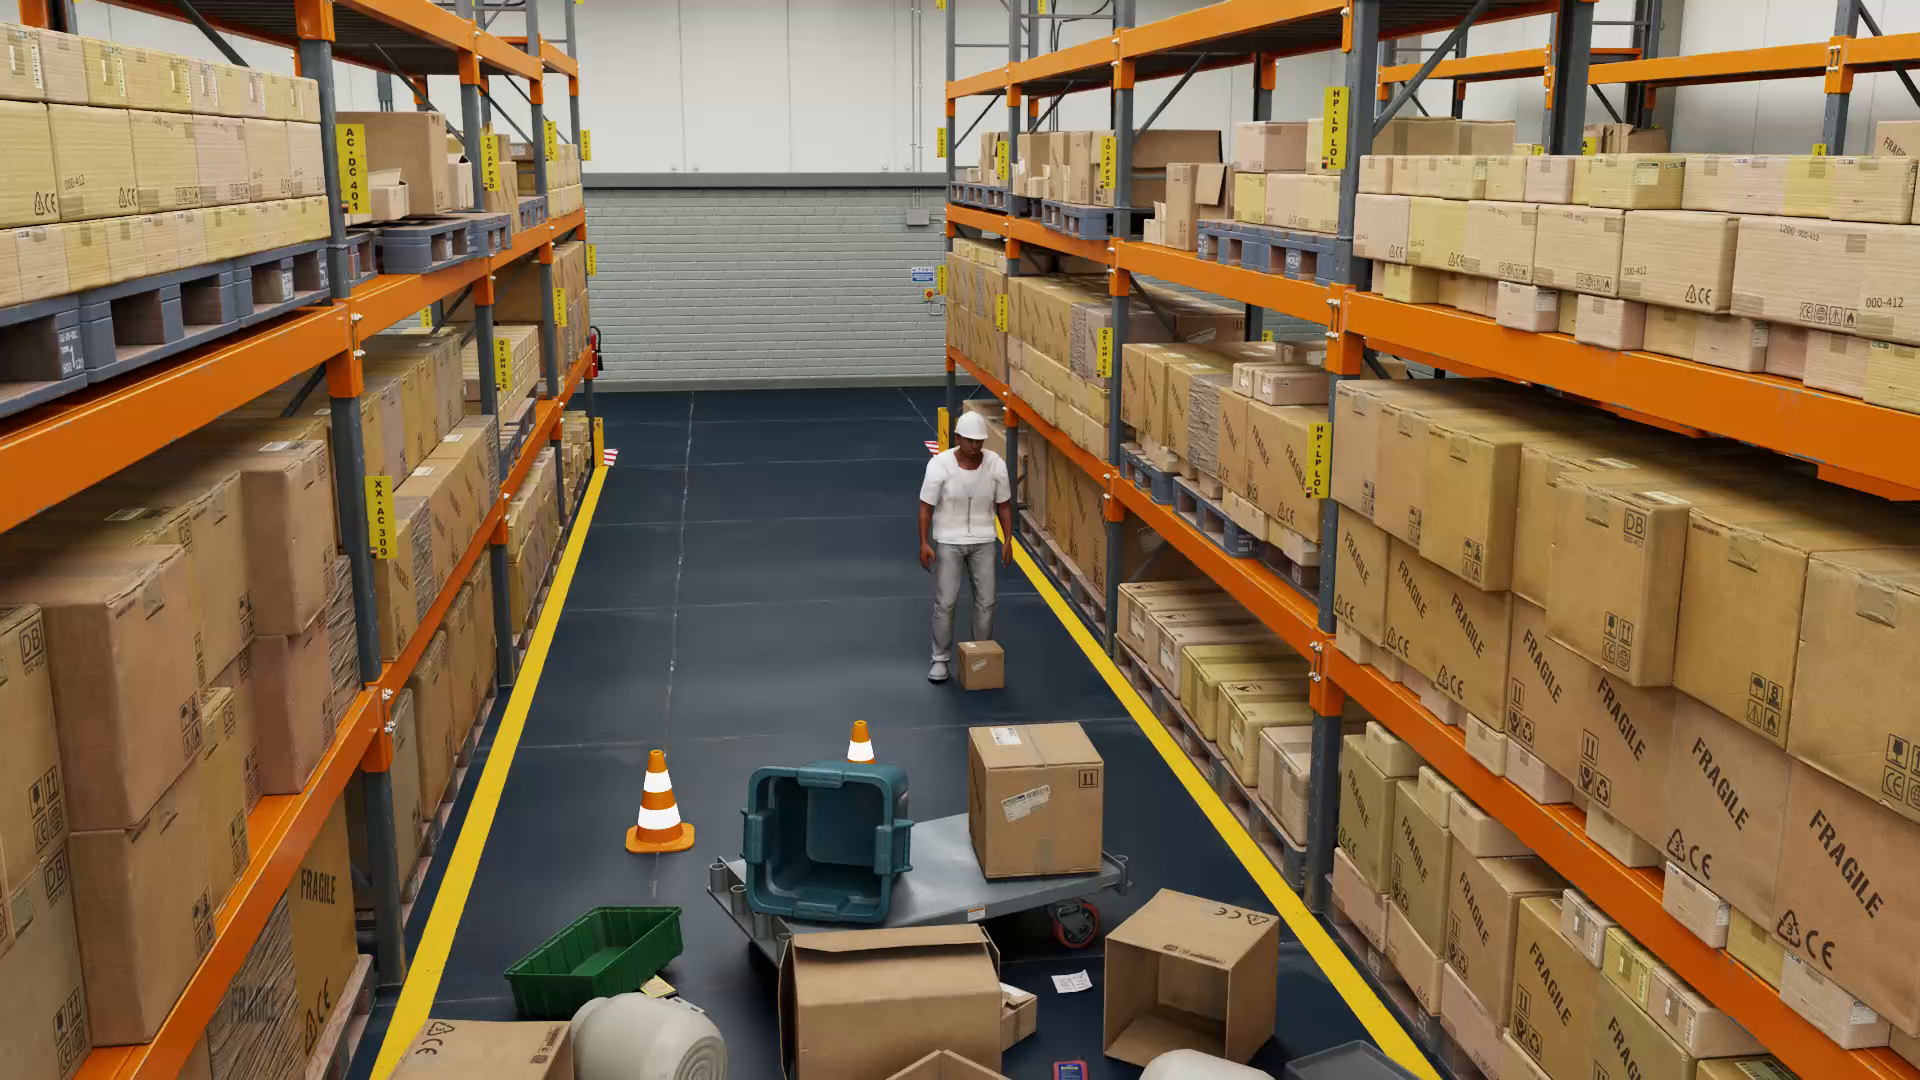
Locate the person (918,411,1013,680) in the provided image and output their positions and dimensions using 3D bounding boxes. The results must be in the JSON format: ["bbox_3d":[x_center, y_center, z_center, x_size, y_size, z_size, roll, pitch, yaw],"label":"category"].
[{"bbox_3d":[0.041,0.029,10.820,0.628,1.761,0.458,-3,13,-11],"label":"person"}]
